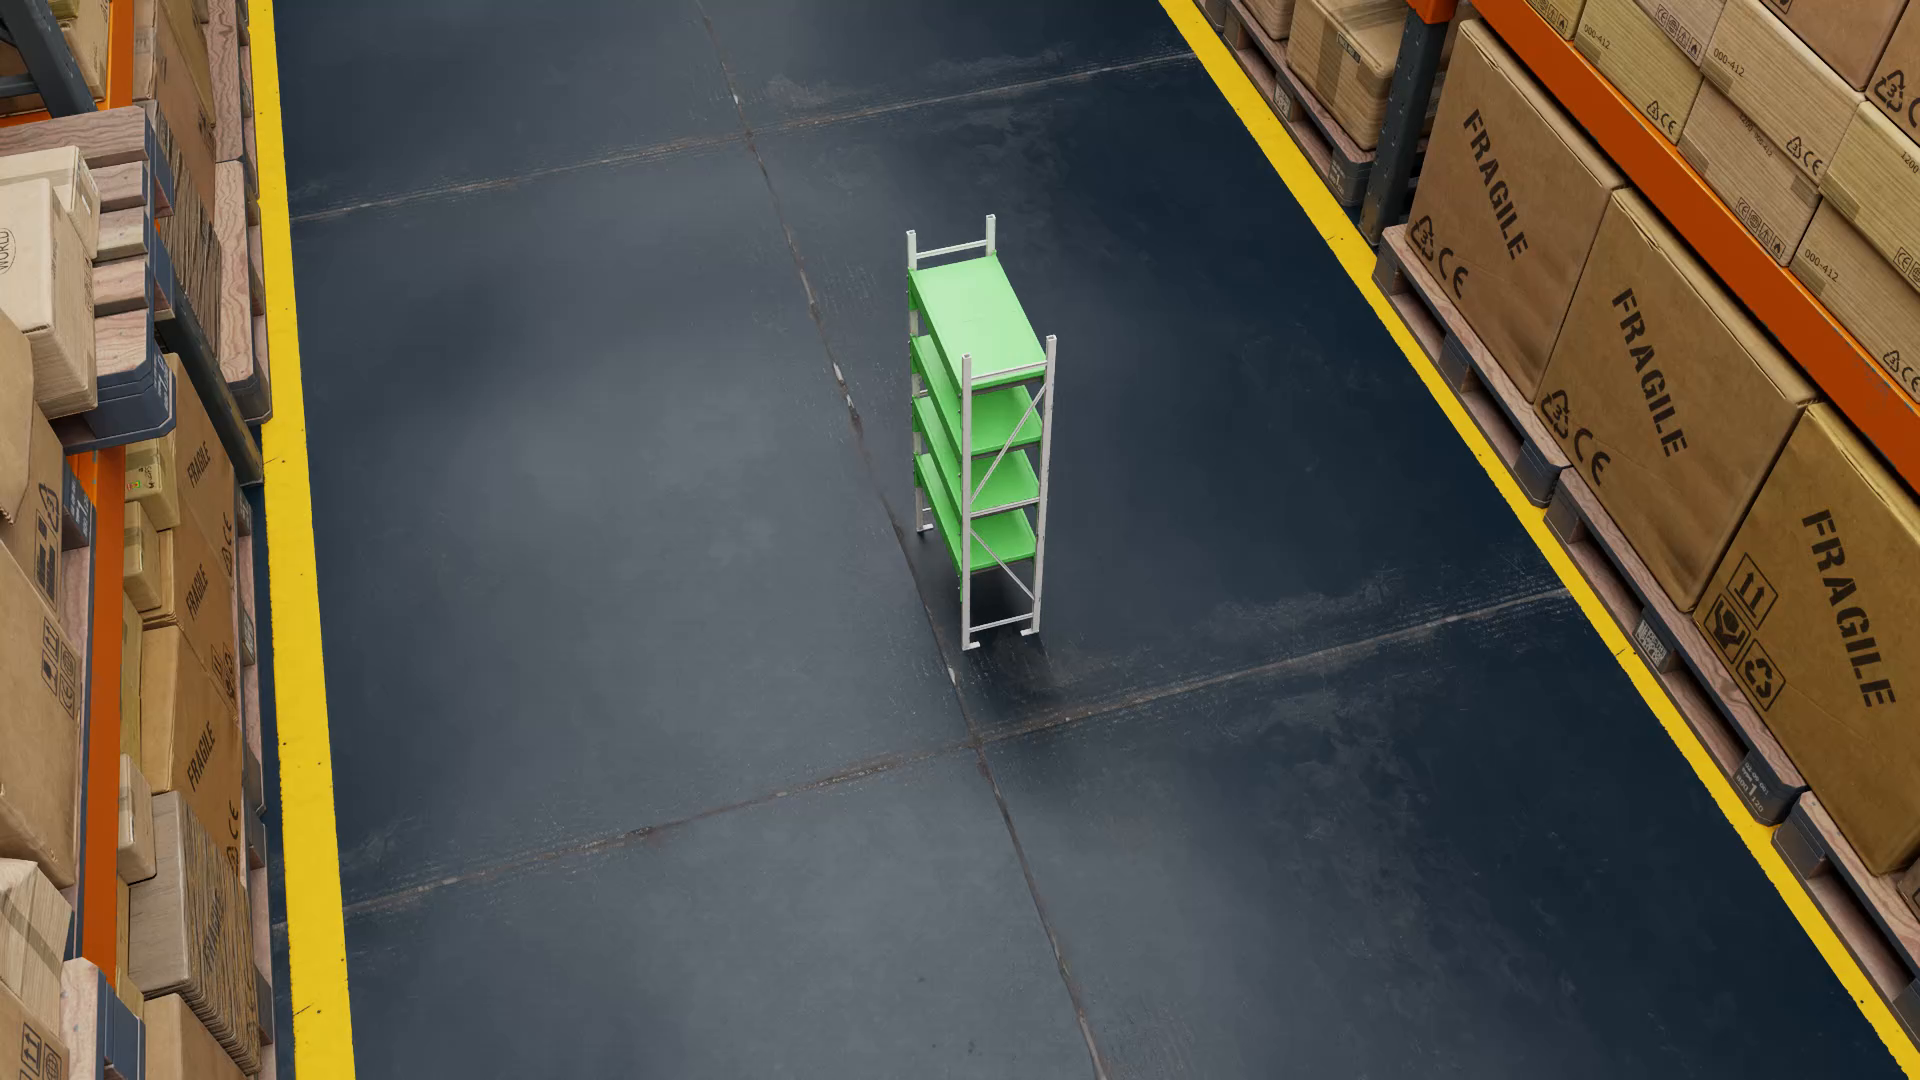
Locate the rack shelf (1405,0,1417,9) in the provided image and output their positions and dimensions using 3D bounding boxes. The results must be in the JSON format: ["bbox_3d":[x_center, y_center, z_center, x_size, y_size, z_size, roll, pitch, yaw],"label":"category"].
[{"bbox_3d":[1.393,-3.433,6.653,1.077,0.370,4.000,-13,51,-11],"label":"rack shelf"}]

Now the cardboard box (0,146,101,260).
[{"bbox_3d":[-2.195,-0.740,3.802,0.380,0.149,0.250,-12,51,-10],"label":"cardboard box"}]

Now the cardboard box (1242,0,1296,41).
[{"bbox_3d":[1.601,-2.444,6.793,0.950,0.372,0.625,-14,51,-12],"label":"cardboard box"}]

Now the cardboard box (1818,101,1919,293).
[{"bbox_3d":[2.323,-0.773,3.711,0.500,0.250,0.500,-13,51,-10],"label":"cardboard box"}]

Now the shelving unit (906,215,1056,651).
[{"bbox_3d":[0.049,-0.266,4.689,0.258,1.200,0.503,-13,51,-11],"label":"shelving unit"}]

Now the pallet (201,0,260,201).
[{"bbox_3d":[-3.319,-1.680,6.528,1.003,0.211,1.213,-13,51,-11],"label":"pallet"}]

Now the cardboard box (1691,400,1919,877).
[{"bbox_3d":[2.633,0.174,4.256,0.875,0.875,0.875,-12,51,-10],"label":"cardboard box"}]

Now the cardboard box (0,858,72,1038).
[{"bbox_3d":[-1.617,0.649,2.554,0.396,0.266,0.258,-11,51,-9],"label":"cardboard box"}]

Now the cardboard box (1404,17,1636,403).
[{"bbox_3d":[2.109,-1.131,5.357,0.875,0.875,0.875,-14,51,-11],"label":"cardboard box"}]

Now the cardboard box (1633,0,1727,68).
[{"bbox_3d":[2.050,-1.513,4.335,0.500,0.250,0.500,-12,51,-10],"label":"cardboard box"}]

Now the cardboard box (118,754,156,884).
[{"bbox_3d":[-2.003,0.661,3.667,0.380,0.149,0.250,-16,52,-13],"label":"cardboard box"}]

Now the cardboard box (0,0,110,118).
[{"bbox_3d":[-2.654,-1.410,4.575,0.500,0.250,0.500,-13,51,-11],"label":"cardboard box"}]

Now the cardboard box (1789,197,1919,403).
[{"bbox_3d":[2.356,-0.626,3.914,0.500,0.250,0.500,-13,51,-11],"label":"cardboard box"}]

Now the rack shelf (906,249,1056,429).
[{"bbox_3d":[0.049,-0.534,4.371,0.258,0.148,0.480,-13,51,-11],"label":"rack shelf"}]

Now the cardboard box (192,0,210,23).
[{"bbox_3d":[-3.552,-2.423,6.609,0.875,0.625,0.625,-14,51,-11],"label":"cardboard box"}]

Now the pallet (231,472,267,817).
[{"bbox_3d":[-2.571,0.374,4.797,1.003,0.211,1.213,-13,51,-11],"label":"pallet"}]

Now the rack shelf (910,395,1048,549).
[{"bbox_3d":[0.049,-0.225,4.738,0.258,0.148,0.480,-13,51,-11],"label":"rack shelf"}]

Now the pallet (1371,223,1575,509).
[{"bbox_3d":[2.146,-0.712,5.712,1.003,0.211,1.213,-13,51,-11],"label":"pallet"}]

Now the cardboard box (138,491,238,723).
[{"bbox_3d":[-2.288,0.220,4.463,0.500,0.500,0.500,-14,51,-12],"label":"cardboard box"}]

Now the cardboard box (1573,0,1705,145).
[{"bbox_3d":[2.058,-1.370,4.541,0.500,0.250,0.500,-15,51,-12],"label":"cardboard box"}]

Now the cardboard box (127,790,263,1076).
[{"bbox_3d":[-1.959,0.976,3.825,0.500,0.500,0.500,-15,51,-12],"label":"cardboard box"}]

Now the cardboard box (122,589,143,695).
[{"bbox_3d":[-2.187,0.284,3.985,0.380,0.149,0.250,-12,51,-10],"label":"cardboard box"}]

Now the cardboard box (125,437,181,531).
[{"bbox_3d":[-2.258,-0.122,4.327,0.380,0.149,0.250,-16,52,-13],"label":"cardboard box"}]

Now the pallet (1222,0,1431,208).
[{"bbox_3d":[1.755,-1.876,6.694,1.003,0.211,1.213,-13,51,-11],"label":"pallet"}]

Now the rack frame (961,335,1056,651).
[{"bbox_3d":[0.121,-0.088,4.539,0.240,1.200,0.015,-13,51,-11],"label":"rack frame"}]

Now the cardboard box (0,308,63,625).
[{"bbox_3d":[-2.097,-0.097,3.028,0.797,0.503,0.637,-14,51,-12],"label":"cardboard box"}]

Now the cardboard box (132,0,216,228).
[{"bbox_3d":[-3.128,-1.383,5.732,0.875,0.625,0.625,-12,51,-10],"label":"cardboard box"}]

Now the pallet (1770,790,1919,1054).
[{"bbox_3d":[2.867,1.070,4.210,1.003,0.211,1.213,-13,51,-11],"label":"pallet"}]

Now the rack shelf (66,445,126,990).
[{"bbox_3d":[-2.165,0.614,3.241,1.077,0.370,4.000,-13,51,-11],"label":"rack shelf"}]

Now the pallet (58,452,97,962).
[{"bbox_3d":[-2.177,0.402,3.074,1.003,0.211,1.213,-13,51,-11],"label":"pallet"}]

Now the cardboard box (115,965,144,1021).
[{"bbox_3d":[-1.871,1.042,3.345,0.380,0.149,0.250,-12,51,-10],"label":"cardboard box"}]

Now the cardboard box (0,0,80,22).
[{"bbox_3d":[-2.630,-1.577,4.388,0.500,0.250,0.500,-13,51,-11],"label":"cardboard box"}]

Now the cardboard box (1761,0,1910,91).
[{"bbox_3d":[2.191,-1.401,3.750,0.500,0.500,0.500,-12,51,-10],"label":"cardboard box"}]

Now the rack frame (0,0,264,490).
[{"bbox_3d":[-2.756,-1.079,4.198,1.000,3.000,0.127,-13,51,-11],"label":"rack frame"}]
